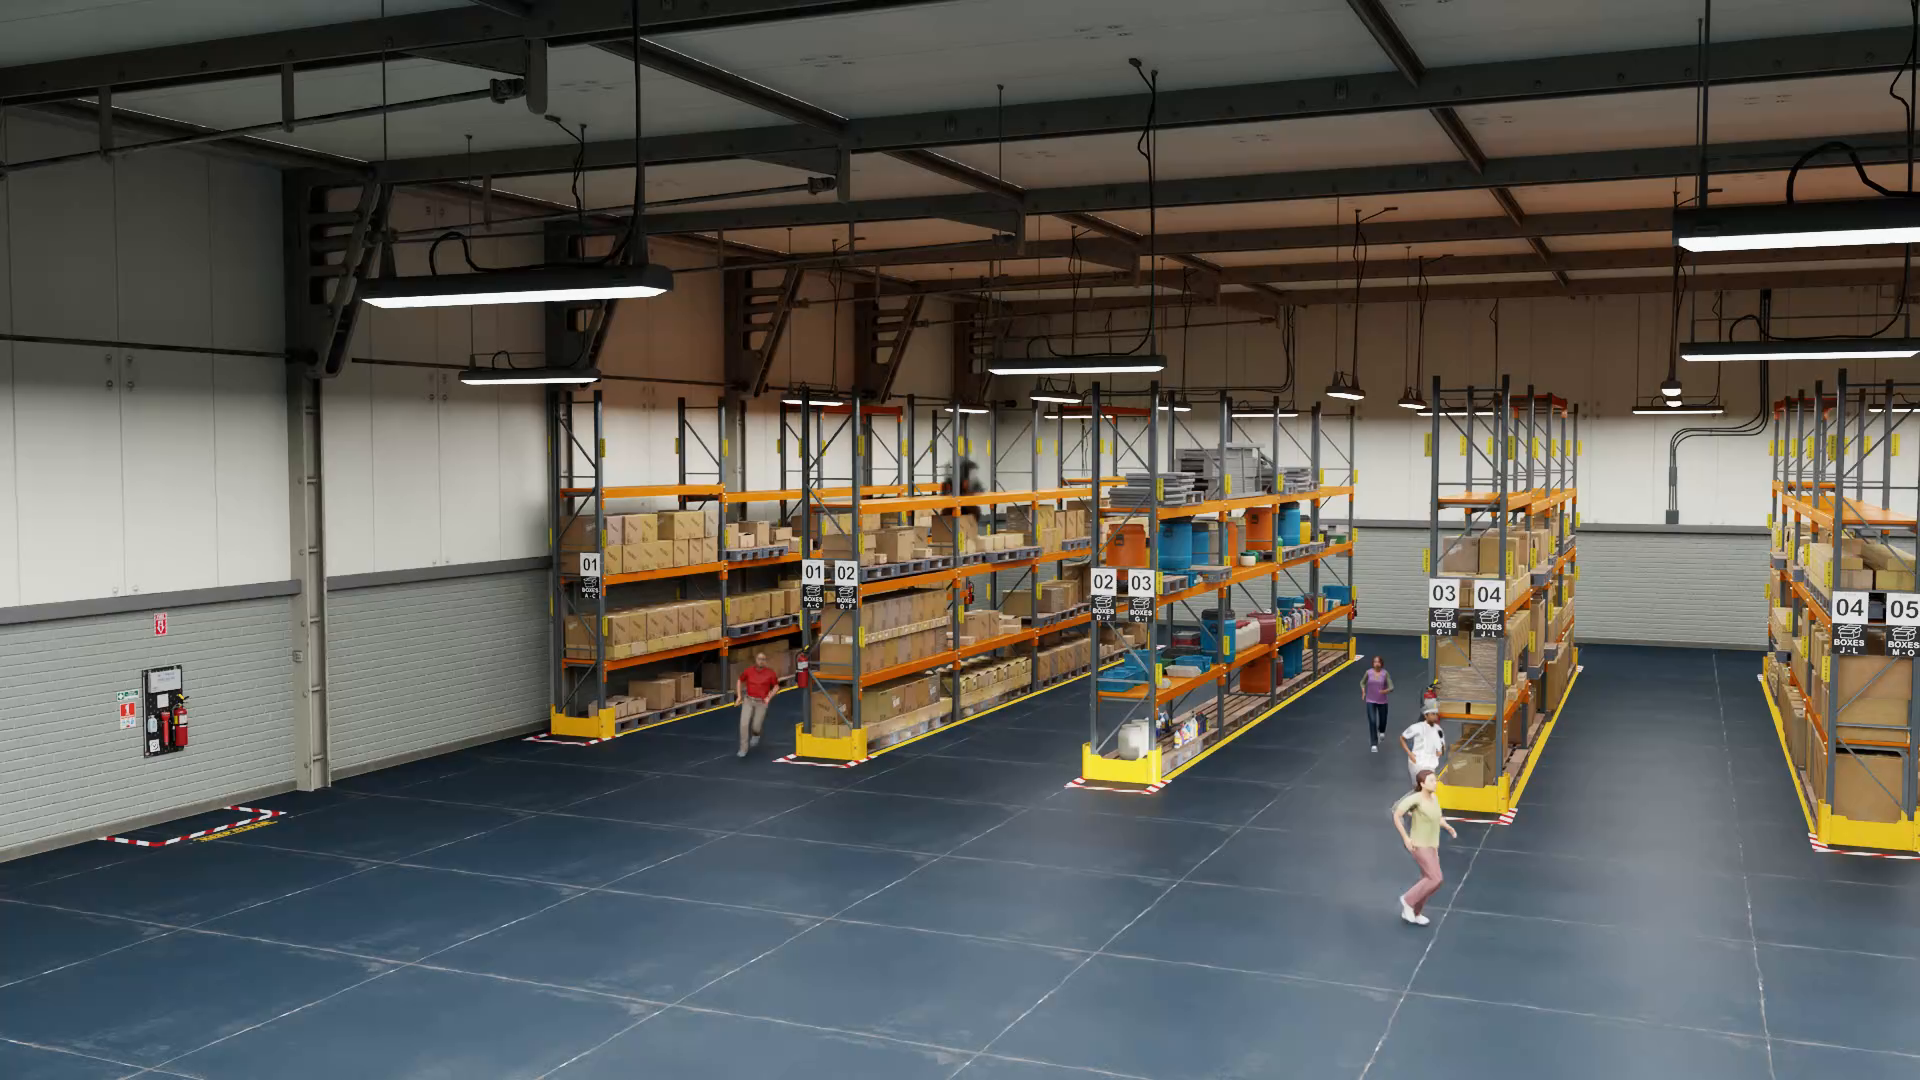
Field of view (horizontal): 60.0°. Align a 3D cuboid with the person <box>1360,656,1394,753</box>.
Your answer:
[{"bbox_3d":[6.890,2.702,27.515,0.548,1.549,0.805,1,3,15],"label":"person"}]

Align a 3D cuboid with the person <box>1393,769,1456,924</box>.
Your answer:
[{"bbox_3d":[4.898,3.204,17.415,0.587,1.615,0.543,-3,4,-42],"label":"person"}]

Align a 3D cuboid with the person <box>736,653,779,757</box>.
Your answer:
[{"bbox_3d":[-3.320,2.680,27.266,0.703,1.680,0.656,0,3,3],"label":"person"}]

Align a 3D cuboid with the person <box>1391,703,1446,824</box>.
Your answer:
[{"bbox_3d":[6.064,2.977,21.785,0.592,1.720,0.860,-2,3,-26],"label":"person"}]
